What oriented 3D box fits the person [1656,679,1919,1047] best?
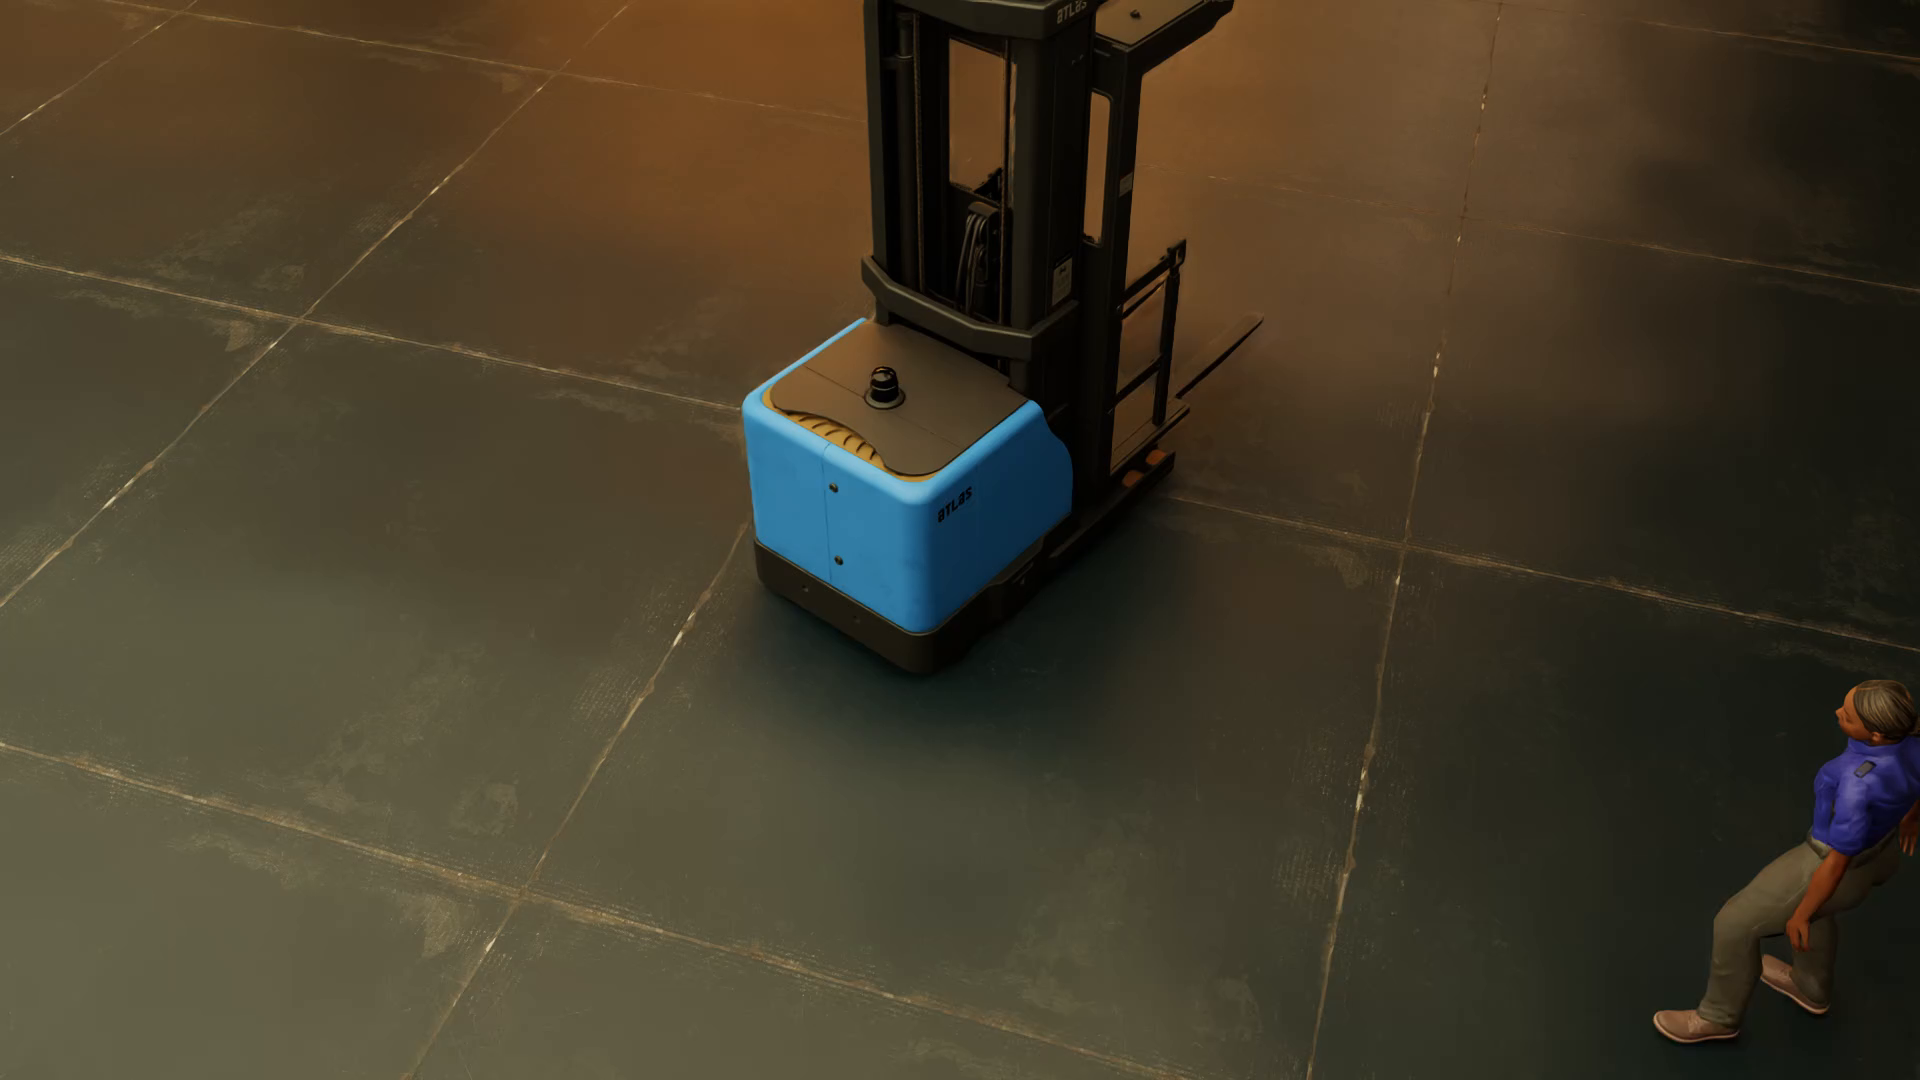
[{"bbox_3d":[2.893,1.081,5.496,0.791,1.627,0.377,-29,50,-27],"label":"person"}]

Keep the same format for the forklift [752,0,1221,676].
[{"bbox_3d":[0.327,-1.475,7.274,1.130,2.935,3.031,23,48,23],"label":"forklift"}]
